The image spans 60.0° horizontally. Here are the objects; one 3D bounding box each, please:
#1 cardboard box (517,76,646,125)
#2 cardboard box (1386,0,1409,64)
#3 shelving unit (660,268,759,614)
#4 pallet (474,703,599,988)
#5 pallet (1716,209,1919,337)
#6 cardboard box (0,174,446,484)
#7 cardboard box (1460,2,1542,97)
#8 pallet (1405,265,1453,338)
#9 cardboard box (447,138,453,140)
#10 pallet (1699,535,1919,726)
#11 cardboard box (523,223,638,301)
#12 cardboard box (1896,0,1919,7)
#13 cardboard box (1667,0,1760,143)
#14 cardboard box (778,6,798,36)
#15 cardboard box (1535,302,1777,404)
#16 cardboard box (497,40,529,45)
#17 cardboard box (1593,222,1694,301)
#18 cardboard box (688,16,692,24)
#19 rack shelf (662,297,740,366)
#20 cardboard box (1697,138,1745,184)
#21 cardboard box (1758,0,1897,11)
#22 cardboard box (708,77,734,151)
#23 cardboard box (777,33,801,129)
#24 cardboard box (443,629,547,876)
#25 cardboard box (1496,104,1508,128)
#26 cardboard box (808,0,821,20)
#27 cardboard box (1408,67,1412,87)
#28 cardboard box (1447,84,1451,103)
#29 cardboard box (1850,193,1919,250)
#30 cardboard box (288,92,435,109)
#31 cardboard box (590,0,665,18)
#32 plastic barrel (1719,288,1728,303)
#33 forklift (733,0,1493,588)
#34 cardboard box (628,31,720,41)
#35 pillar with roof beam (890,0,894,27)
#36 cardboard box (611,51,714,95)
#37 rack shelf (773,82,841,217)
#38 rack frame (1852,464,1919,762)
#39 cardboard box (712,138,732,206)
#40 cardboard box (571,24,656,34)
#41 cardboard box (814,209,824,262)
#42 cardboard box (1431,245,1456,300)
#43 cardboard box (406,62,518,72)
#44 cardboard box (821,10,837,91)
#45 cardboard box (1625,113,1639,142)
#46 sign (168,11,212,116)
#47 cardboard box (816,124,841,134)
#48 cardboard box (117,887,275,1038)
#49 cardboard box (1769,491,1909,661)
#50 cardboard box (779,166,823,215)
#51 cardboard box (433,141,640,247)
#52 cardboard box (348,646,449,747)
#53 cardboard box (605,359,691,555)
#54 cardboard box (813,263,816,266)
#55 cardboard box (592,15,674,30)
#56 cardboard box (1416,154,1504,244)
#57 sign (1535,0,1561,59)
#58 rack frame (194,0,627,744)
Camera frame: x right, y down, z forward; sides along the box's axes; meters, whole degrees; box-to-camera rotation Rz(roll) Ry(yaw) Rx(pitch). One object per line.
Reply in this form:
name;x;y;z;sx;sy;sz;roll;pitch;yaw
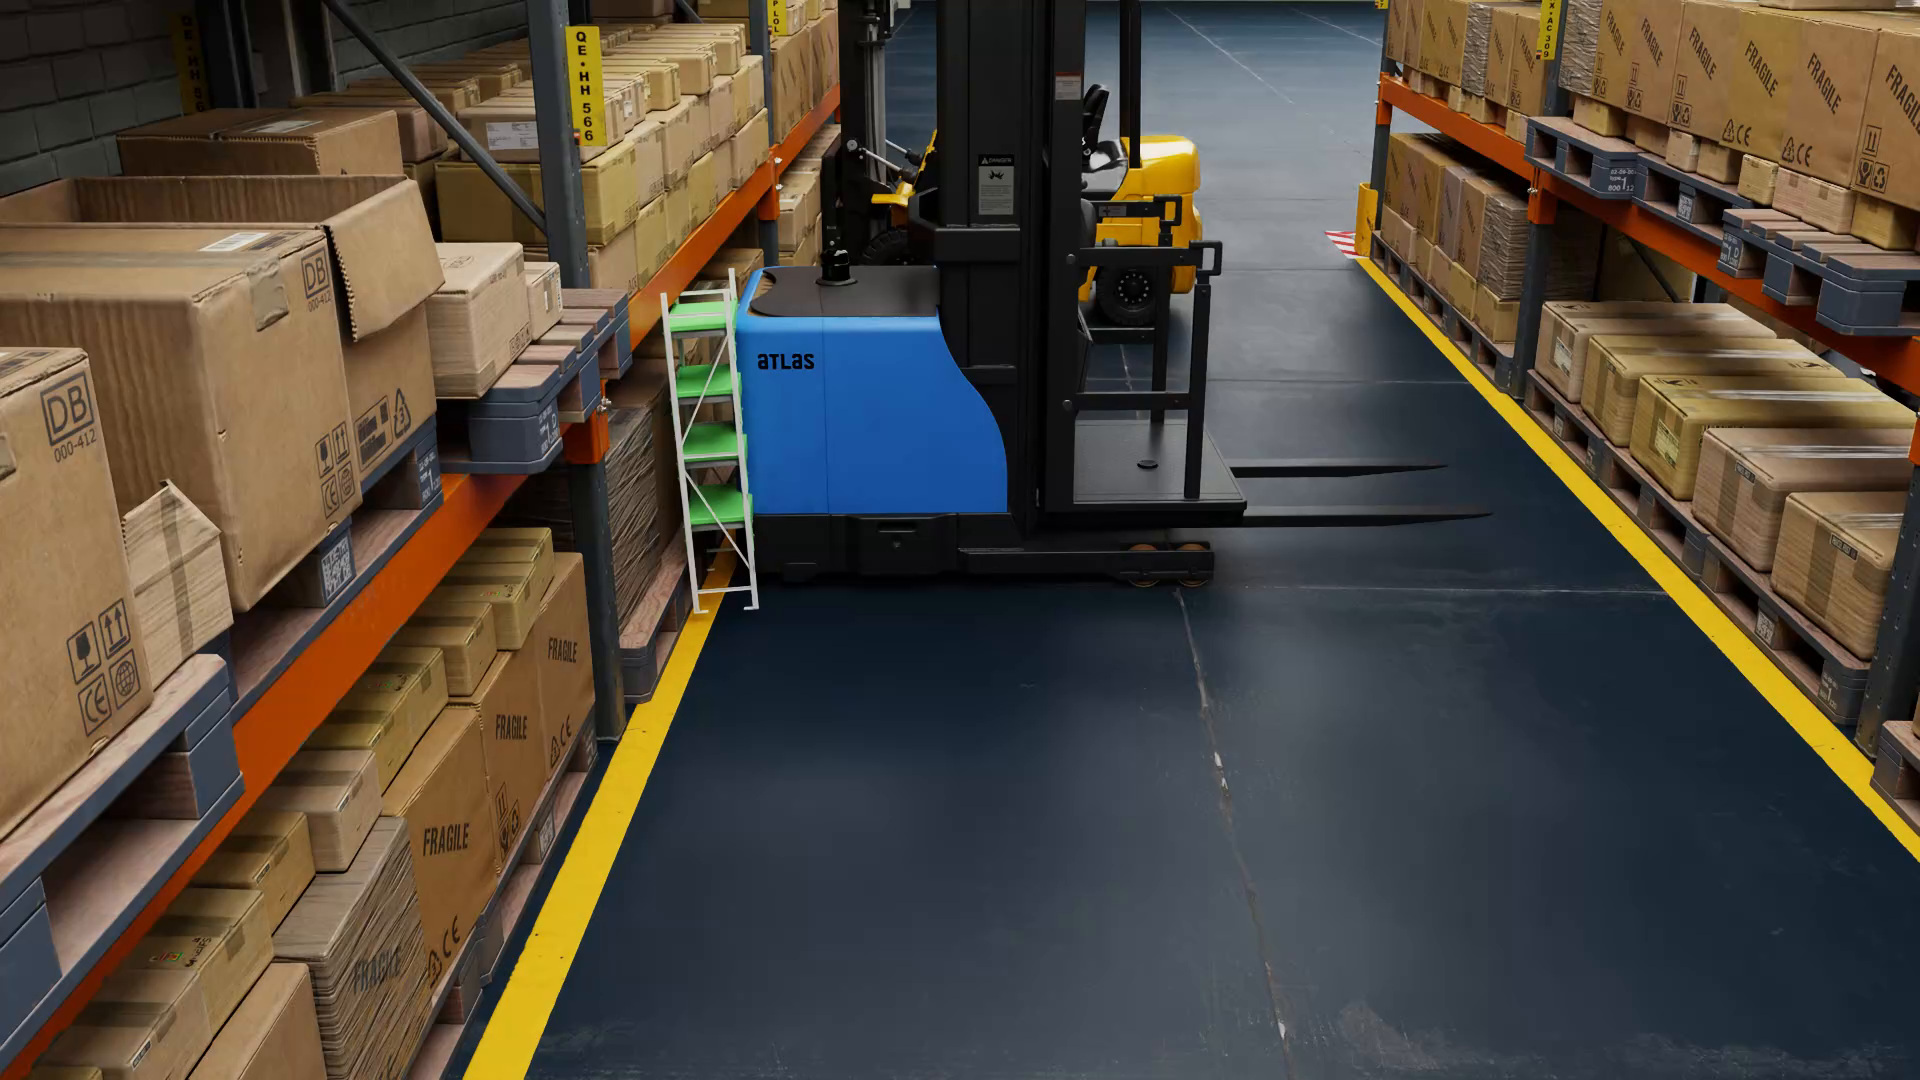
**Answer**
cardboard box;-1.306;-1.516;5.755;0.380;0.149;0.250;1;21;2
cardboard box;3.319;-3.627;11.681;0.500;0.500;0.500;0;21;1
shelving unit;-0.926;-0.379;6.265;0.258;1.200;0.503;-4;18;-4
pallet;-1.654;0.799;4.679;1.003;0.211;1.213;1;21;2
pallet;3.283;-0.887;5.433;1.213;0.211;1.003;1;21;2
cardboard box;-1.459;-0.422;3.248;0.797;0.503;0.637;0;21;0
cardboard box;3.274;-2.886;9.772;0.500;0.500;0.500;1;21;3
pallet;3.509;-1.549;10.730;1.003;0.211;1.213;1;21;2
cardboard box;-1.844;-1.284;5.708;0.500;0.250;0.500;1;21;2
pallet;3.393;0.300;5.964;1.003;0.211;1.213;1;21;2
cardboard box;-1.336;-0.859;5.302;0.500;0.250;0.500;1;21;2
cardboard box;3.654;-1.820;6.443;0.500;0.500;0.500;0;21;0
cardboard box;3.140;-1.833;6.476;0.500;0.500;0.500;0;21;-1
cardboard box;-1.132;-2.955;9.463;0.380;0.149;0.250;1;21;3
cardboard box;3.476;-0.945;8.369;0.950;0.372;0.625;1;21;2
cardboard box;-1.786;-2.072;7.188;0.380;0.149;0.250;1;21;2
cardboard box;3.777;-1.638;9.287;0.500;0.500;0.500;2;21;4
cardboard box;-1.660;-3.055;9.720;0.380;0.149;0.250;1;21;3
rack shelf;-0.947;-0.774;6.136;0.258;0.148;0.480;-4;18;-4
cardboard box;3.110;-1.478;6.459;0.380;0.149;0.250;0;21;0
cardboard box;3.135;-1.996;5.999;0.380;0.149;0.250;0;21;-1
cardboard box;-1.261;-1.829;7.112;0.500;0.250;0.500;1;21;3
cardboard box;-1.199;-2.610;9.470;0.500;0.500;0.500;1;21;3
cardboard box;-1.418;0.535;4.379;0.500;0.500;0.500;0;21;1
cardboard box;3.302;-2.440;9.517;0.380;0.149;0.250;0;21;1
cardboard box;-1.096;-3.420;10.661;0.380;0.149;0.250;1;21;2
cardboard box;3.311;-3.186;11.440;0.380;0.149;0.250;0;21;0
cardboard box;3.297;-2.810;10.470;0.380;0.149;0.250;0;21;0
cardboard box;3.078;-1.015;5.265;0.380;0.149;0.250;1;21;2
cardboard box;-1.890;-1.336;5.289;0.380;0.149;0.250;1;21;3
cardboard box;-1.765;-2.824;8.713;0.380;0.149;0.250;1;21;2
plastic barrel;5.061;-1.646;10.685;0.512;0.421;0.421;18;27;38
forklift;0.623;-1.372;6.513;3.031;2.935;1.130;-1;21;-1
cardboard box;-1.311;-2.259;7.669;0.380;0.149;0.250;1;21;2
pillar with roof beam;2.760;-14.849;32.857;9.100;9.000;0.400;1;21;2
cardboard box;-1.201;-1.881;6.695;0.380;0.149;0.250;0;21;0
rack shelf;-1.411;-2.605;10.590;1.077;0.370;4.000;1;21;2
rack frame;3.368;-0.718;4.731;1.000;3.000;0.127;1;21;2
cardboard box;-1.282;-1.601;7.216;0.500;0.250;0.500;1;21;2
cardboard box;-1.697;-2.441;8.139;0.380;0.149;0.250;0;21;0
cardboard box;-1.109;-1.899;10.307;0.500;0.250;0.500;0;21;1
cardboard box;3.265;-1.671;10.409;0.500;0.250;0.500;1;21;2
cardboard box;-1.874;-1.703;6.236;0.380;0.149;0.250;0;21;1
cardboard box;-1.128;-3.342;11.356;0.500;0.500;0.500;1;21;3
cardboard box;3.208;-1.853;7.424;0.380;0.149;0.250;2;21;5
sign;-2.149;-1.315;4.672;0.100;0.325;0.005;1;21;2
cardboard box;-1.053;-2.873;12.126;0.500;0.250;0.500;1;21;3
cardboard box;-1.462;0.743;2.945;0.380;0.149;0.250;1;21;4
cardboard box;3.395;0.108;5.657;0.950;0.372;0.625;-1;21;-2
cardboard box;-1.115;-2.133;10.219;0.500;0.250;0.500;1;21;3
cardboard box;-1.311;-1.091;5.211;0.500;0.250;0.500;1;21;2
cardboard box;-1.439;0.366;3.916;0.380;0.149;0.250;1;21;3
cardboard box;-1.549;-0.321;6.412;0.875;0.625;0.625;1;21;3
cardboard box;-1.127;-1.486;9.933;0.500;0.250;0.500;0;21;0
cardboard box;-1.719;-2.685;8.768;0.380;0.149;0.250;1;21;1
cardboard box;3.275;-2.206;10.752;0.500;0.500;0.500;1;21;3
sign;2.947;-2.571;8.311;0.100;0.325;0.005;1;21;2
rack frame;-1.594;-0.771;4.869;1.000;3.000;0.127;1;21;2
